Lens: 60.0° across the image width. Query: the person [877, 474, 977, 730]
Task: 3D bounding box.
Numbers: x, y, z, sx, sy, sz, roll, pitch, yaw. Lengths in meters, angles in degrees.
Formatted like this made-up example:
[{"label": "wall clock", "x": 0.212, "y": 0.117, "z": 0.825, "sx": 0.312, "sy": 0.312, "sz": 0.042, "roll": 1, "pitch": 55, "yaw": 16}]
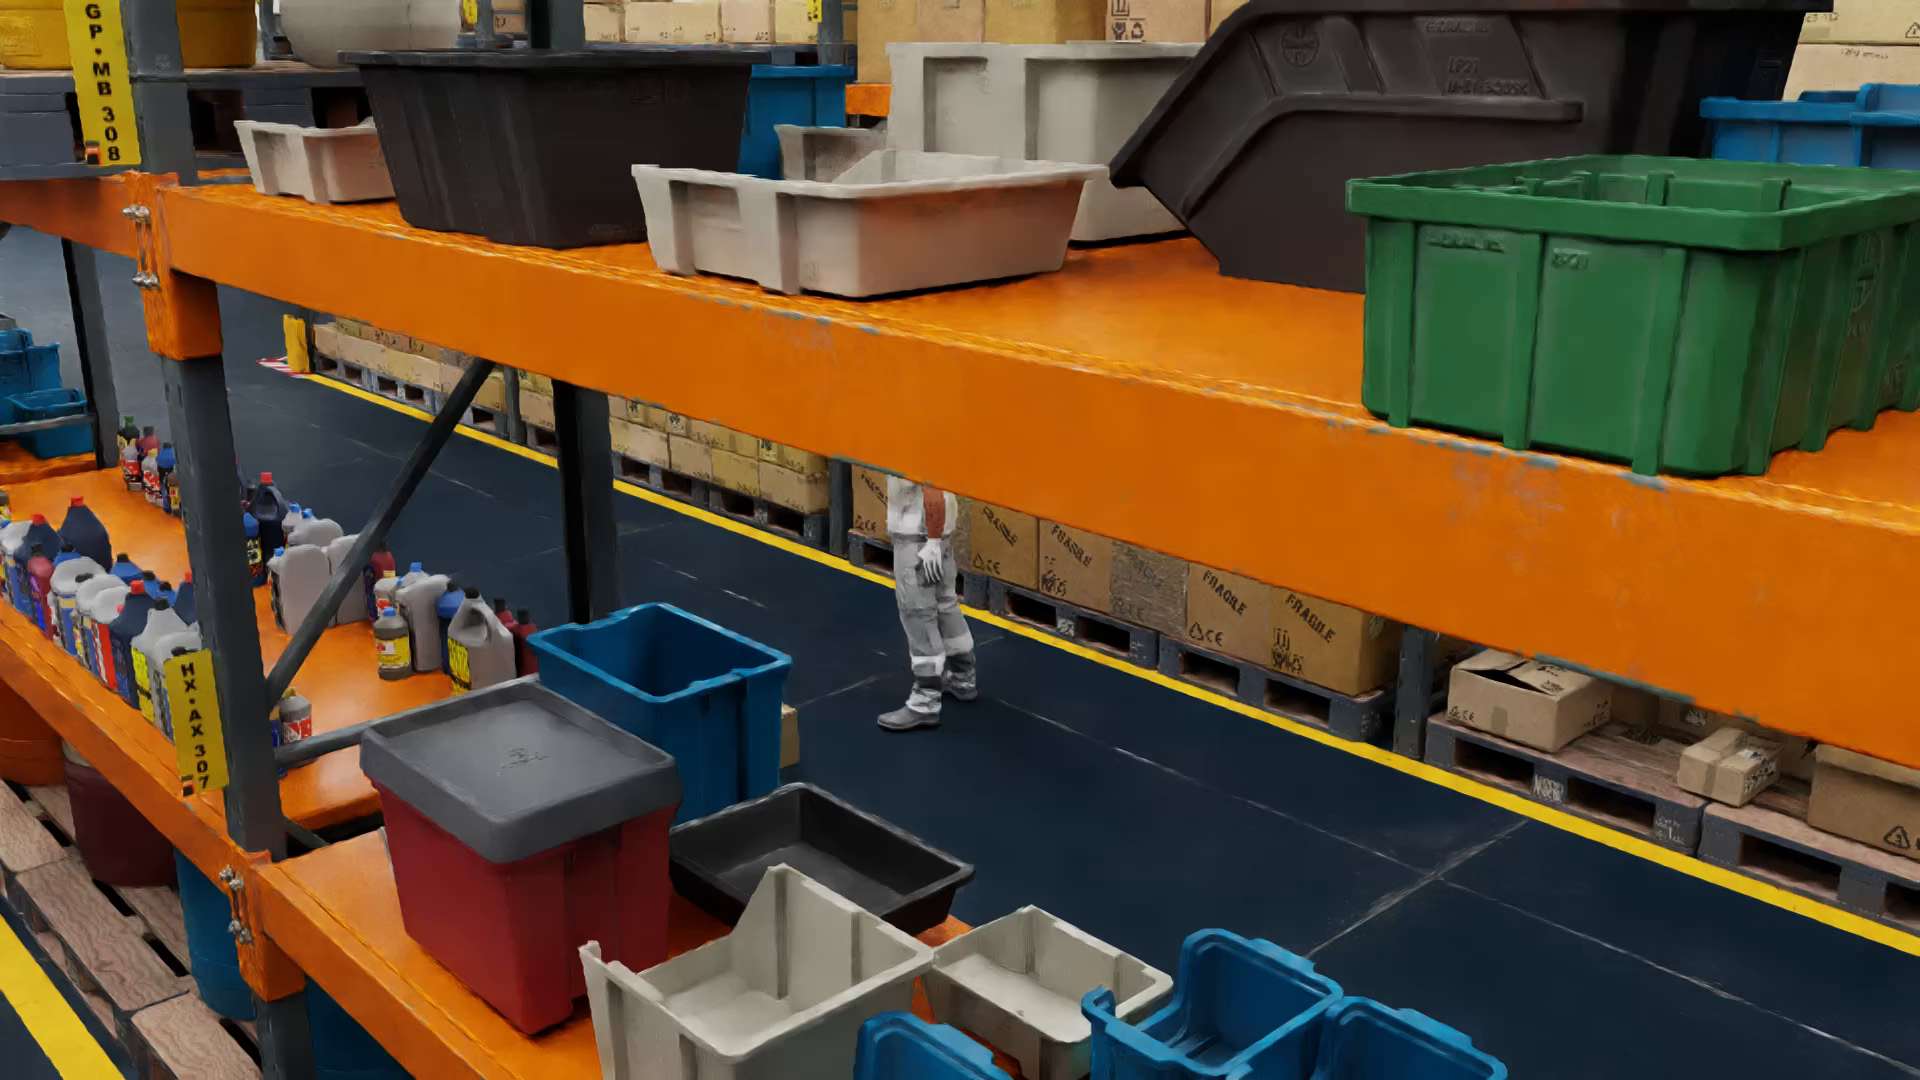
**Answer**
[{"label": "person", "x": -0.147, "y": -0.052, "z": 7.634, "sx": 0.428, "sy": 1.791, "sz": 0.662, "roll": 2, "pitch": 17, "yaw": 6}]
